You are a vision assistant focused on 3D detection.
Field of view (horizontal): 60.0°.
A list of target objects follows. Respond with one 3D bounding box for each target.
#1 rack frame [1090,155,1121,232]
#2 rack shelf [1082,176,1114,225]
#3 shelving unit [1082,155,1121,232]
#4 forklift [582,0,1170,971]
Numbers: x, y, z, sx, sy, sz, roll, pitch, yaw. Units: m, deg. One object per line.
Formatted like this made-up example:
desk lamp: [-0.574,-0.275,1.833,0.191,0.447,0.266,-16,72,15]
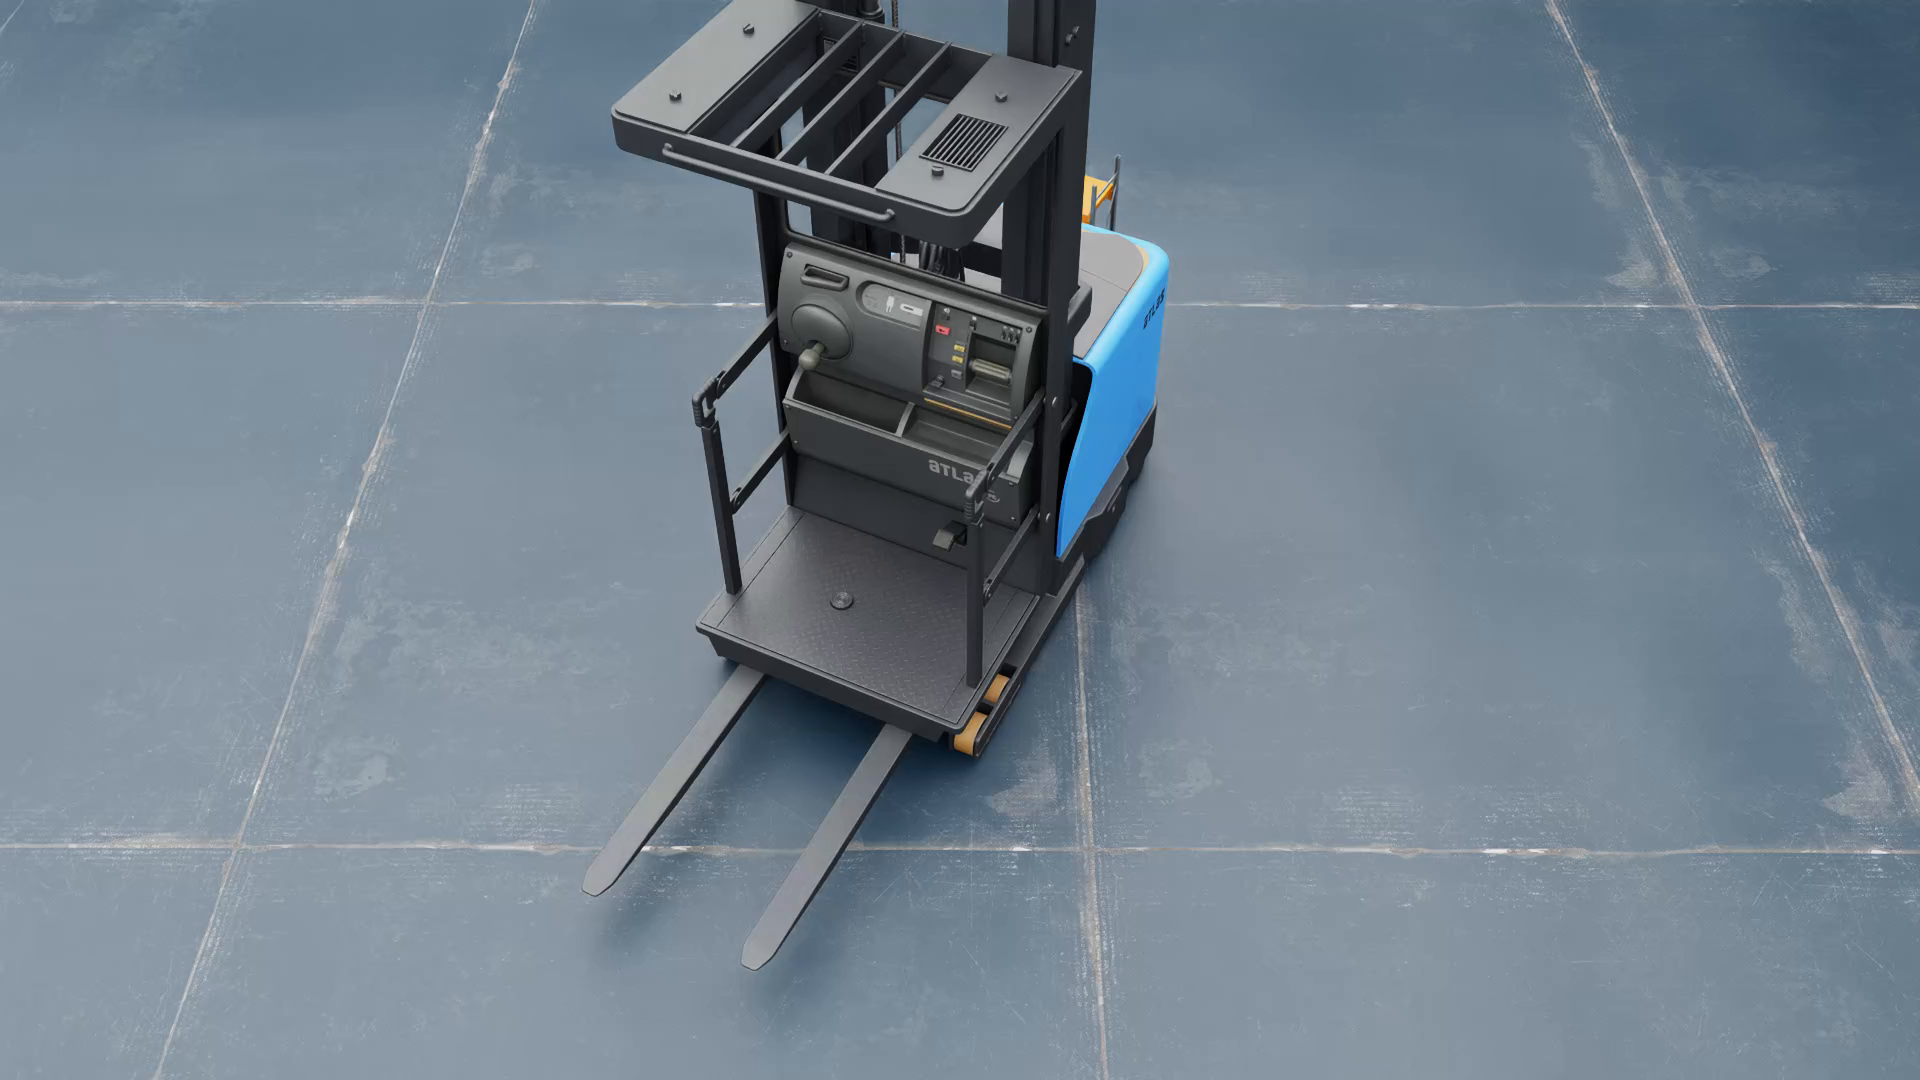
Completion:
rack frame: [0.577,-1.045,6.984,0.015,1.200,0.240,22,51,19]
rack shelf: [0.362,-1.398,6.776,0.480,0.148,0.258,22,51,19]
shelving unit: [0.362,-1.130,7.063,0.503,1.200,0.258,22,51,19]
forklift: [-0.277,-0.586,5.374,1.130,2.935,3.031,20,50,17]
